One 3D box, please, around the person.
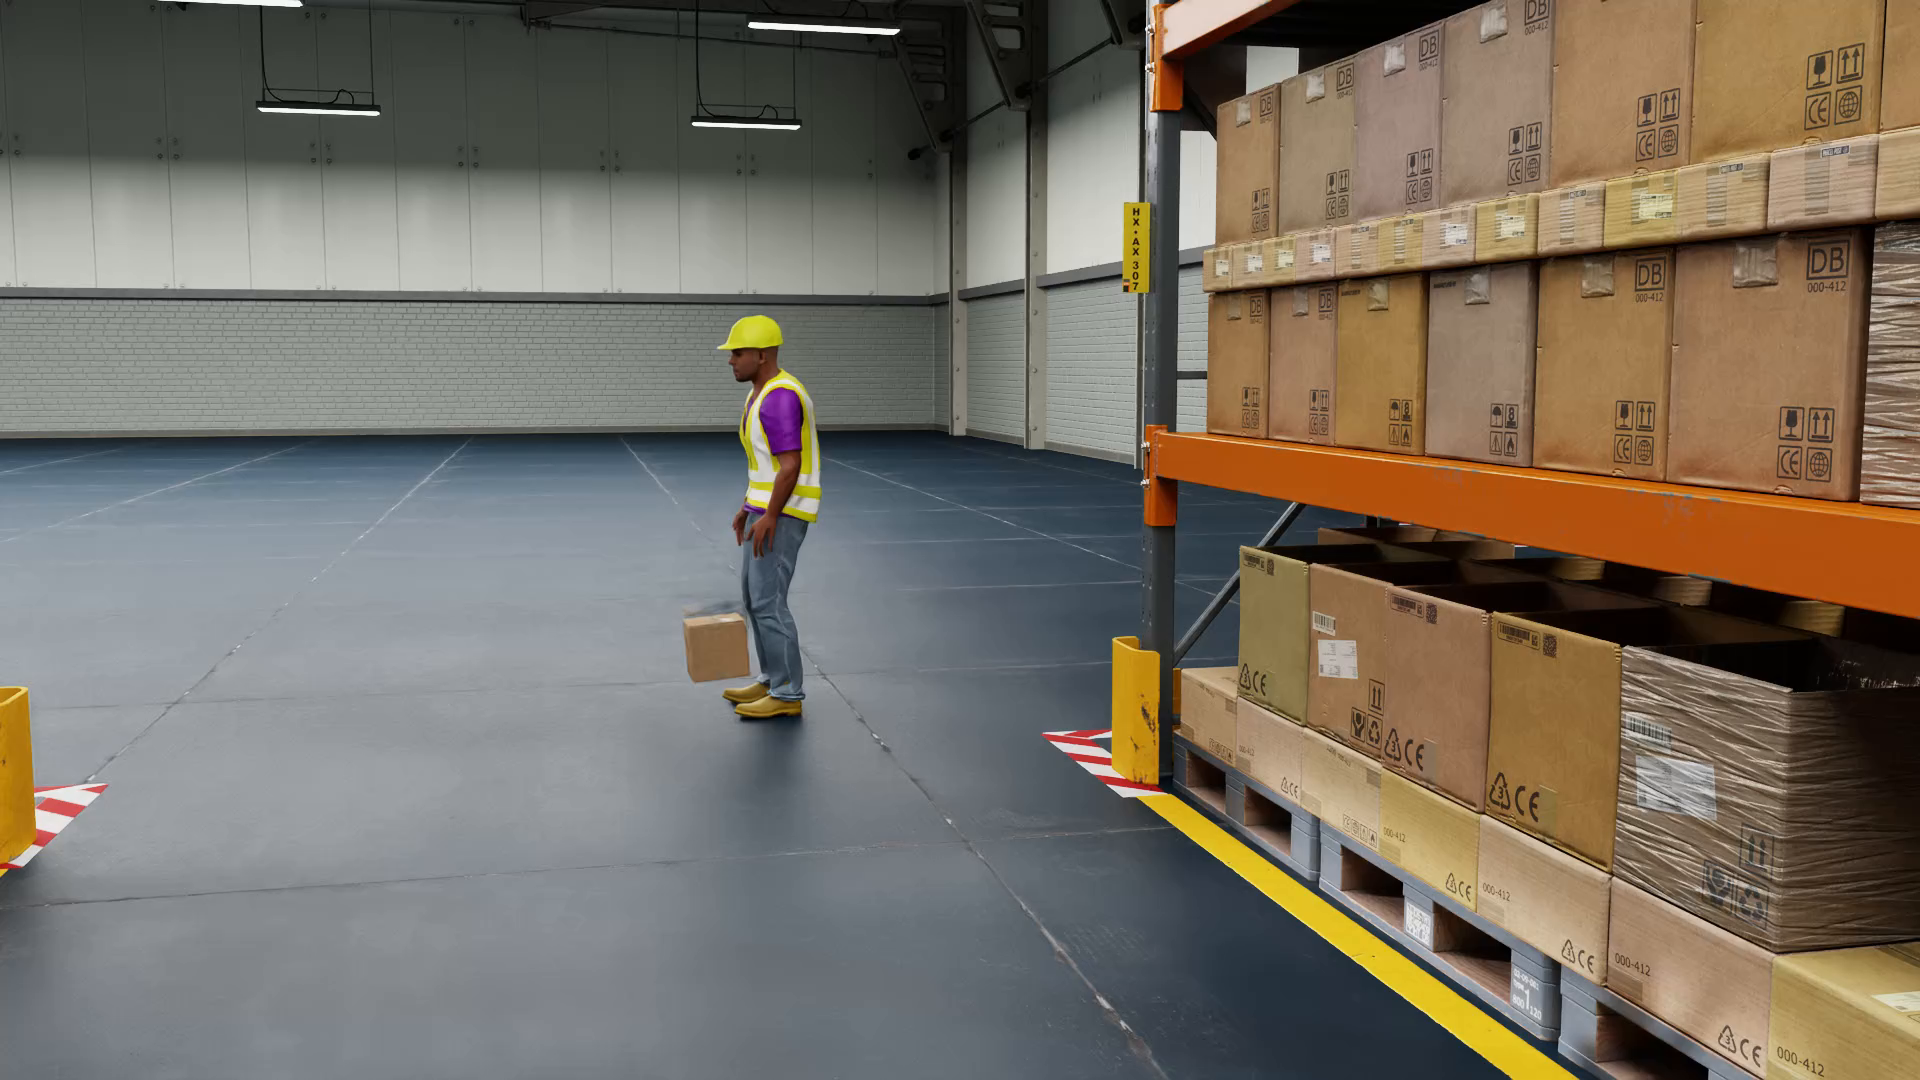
[{"bbox_3d":[-0.847,-0.109,7.387,0.443,1.763,0.601,-2,6,-15],"label":"person"}]
